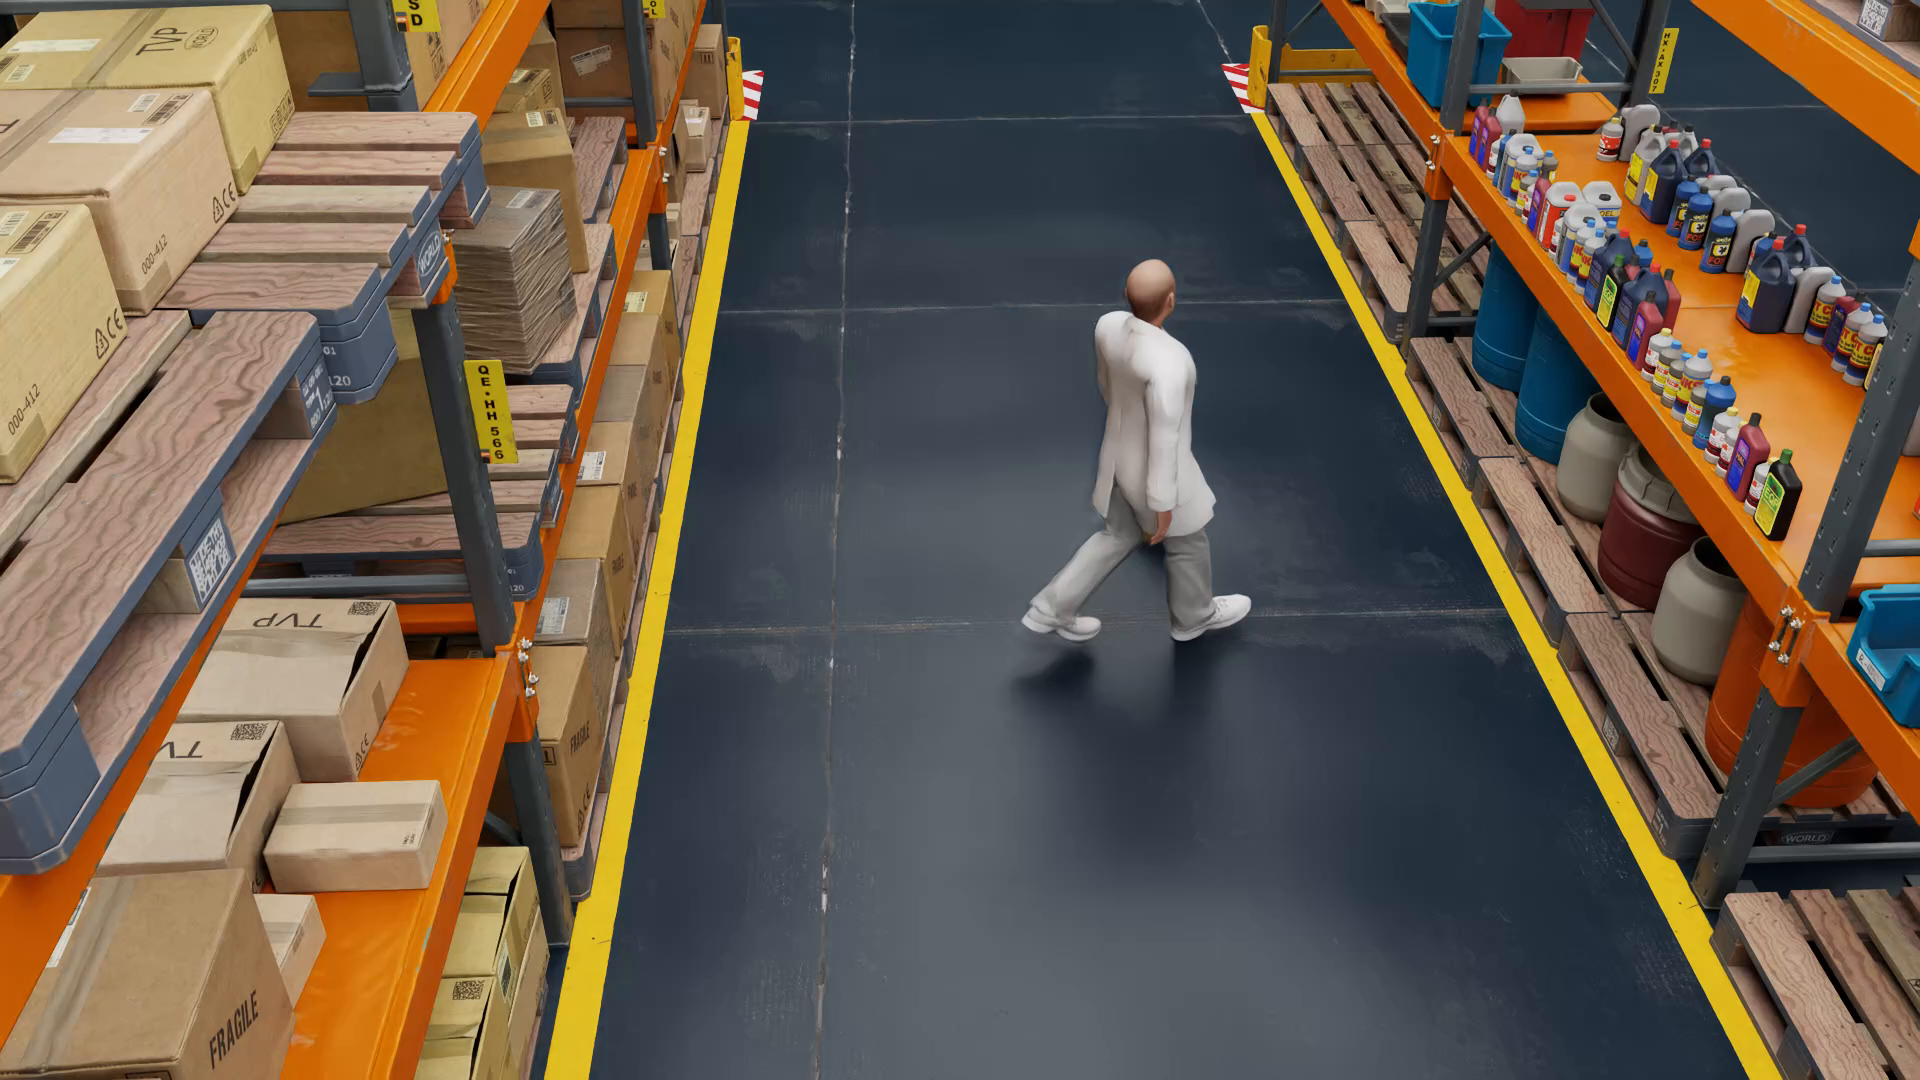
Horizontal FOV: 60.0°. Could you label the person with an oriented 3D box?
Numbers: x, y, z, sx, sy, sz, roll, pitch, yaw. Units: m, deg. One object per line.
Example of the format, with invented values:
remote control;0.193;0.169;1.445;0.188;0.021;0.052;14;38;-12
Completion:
person;0.747;-0.296;6.583;1.012;1.756;0.630;-15;38;-21
